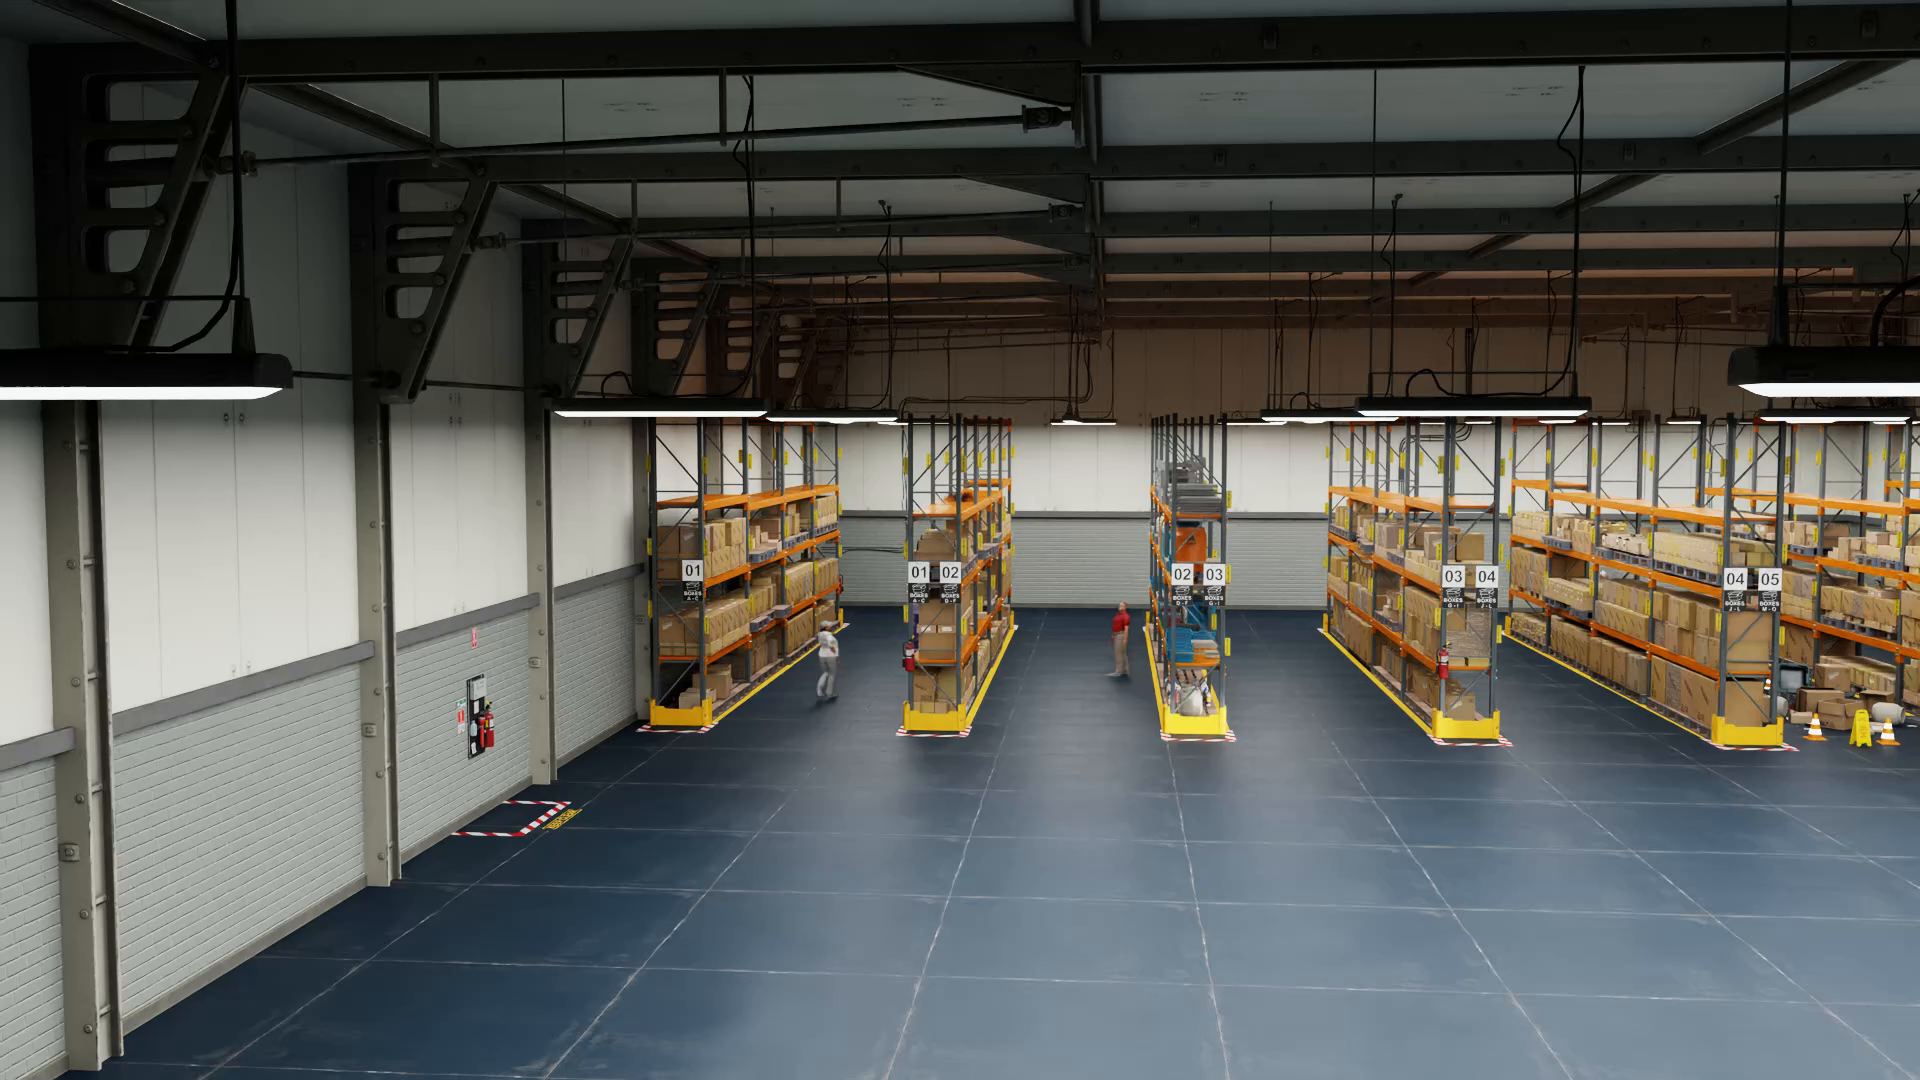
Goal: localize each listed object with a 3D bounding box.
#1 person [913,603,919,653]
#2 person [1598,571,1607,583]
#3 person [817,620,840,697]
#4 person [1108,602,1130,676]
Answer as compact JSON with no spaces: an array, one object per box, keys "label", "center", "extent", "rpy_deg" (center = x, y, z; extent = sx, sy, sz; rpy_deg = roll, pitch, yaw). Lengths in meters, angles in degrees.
[{"label":"person","center":[-1.097,2.055,42.367],"extent":[0.508,1.667,0.503],"rpy_deg":[1,4,18]},{"label":"person","center":[17.713,1.733,46.020],"extent":[0.880,1.771,0.683],"rpy_deg":[3,5,41]},{"label":"person","center":[-2.785,2.516,35.238],"extent":[0.502,1.646,0.463],"rpy_deg":[3,5,37]},{"label":"person","center":[3.664,2.280,38.450],"extent":[0.529,1.706,0.556],"rpy_deg":[0,4,-2]}]
